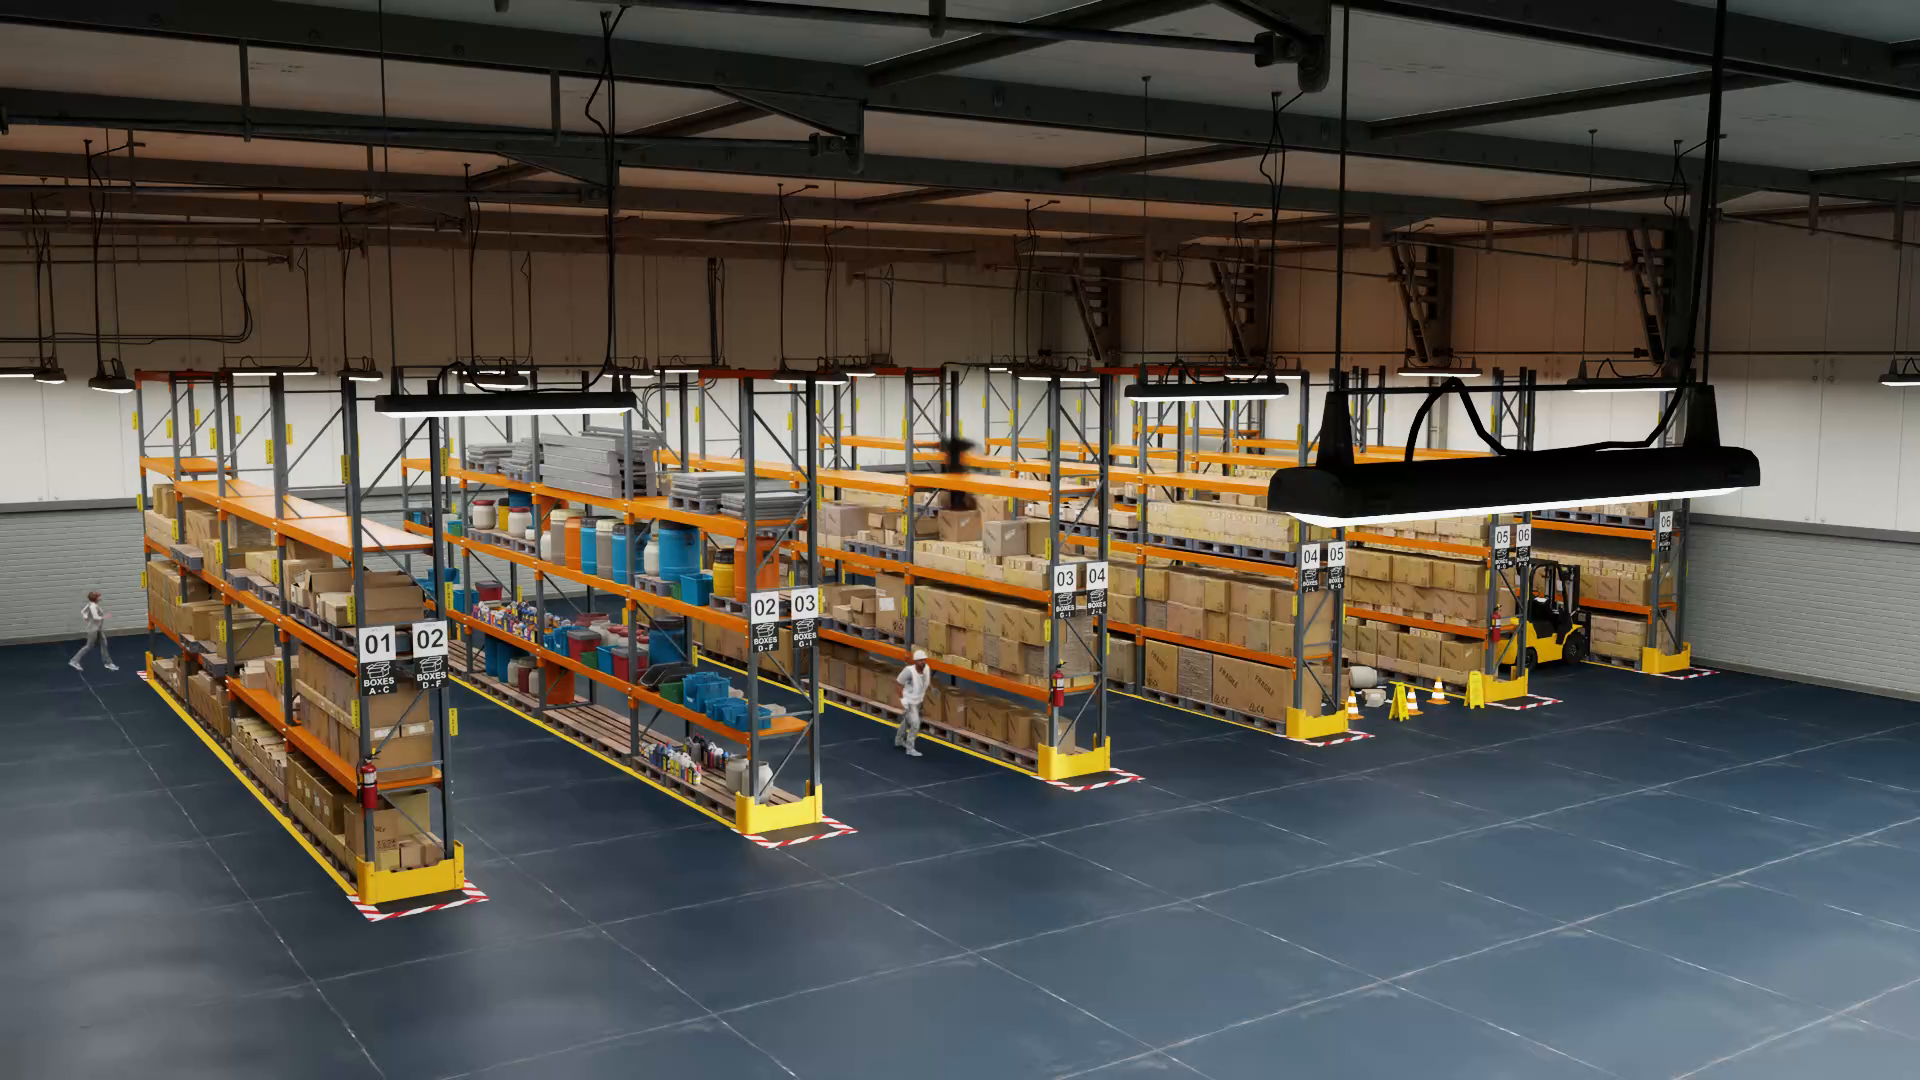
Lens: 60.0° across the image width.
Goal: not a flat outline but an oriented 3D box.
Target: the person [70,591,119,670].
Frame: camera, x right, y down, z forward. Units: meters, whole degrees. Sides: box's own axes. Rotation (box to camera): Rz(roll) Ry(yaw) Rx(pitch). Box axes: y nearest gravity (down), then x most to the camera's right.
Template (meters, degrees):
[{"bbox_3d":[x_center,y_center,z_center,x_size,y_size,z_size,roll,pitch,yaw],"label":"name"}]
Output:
[{"bbox_3d":[-17.157,1.804,32.888,0.861,1.609,0.535,-3,7,-23],"label":"person"}]

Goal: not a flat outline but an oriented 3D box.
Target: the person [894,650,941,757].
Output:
[{"bbox_3d":[-0.731,2.541,26.188,0.928,1.703,0.712,4,8,32],"label":"person"}]
